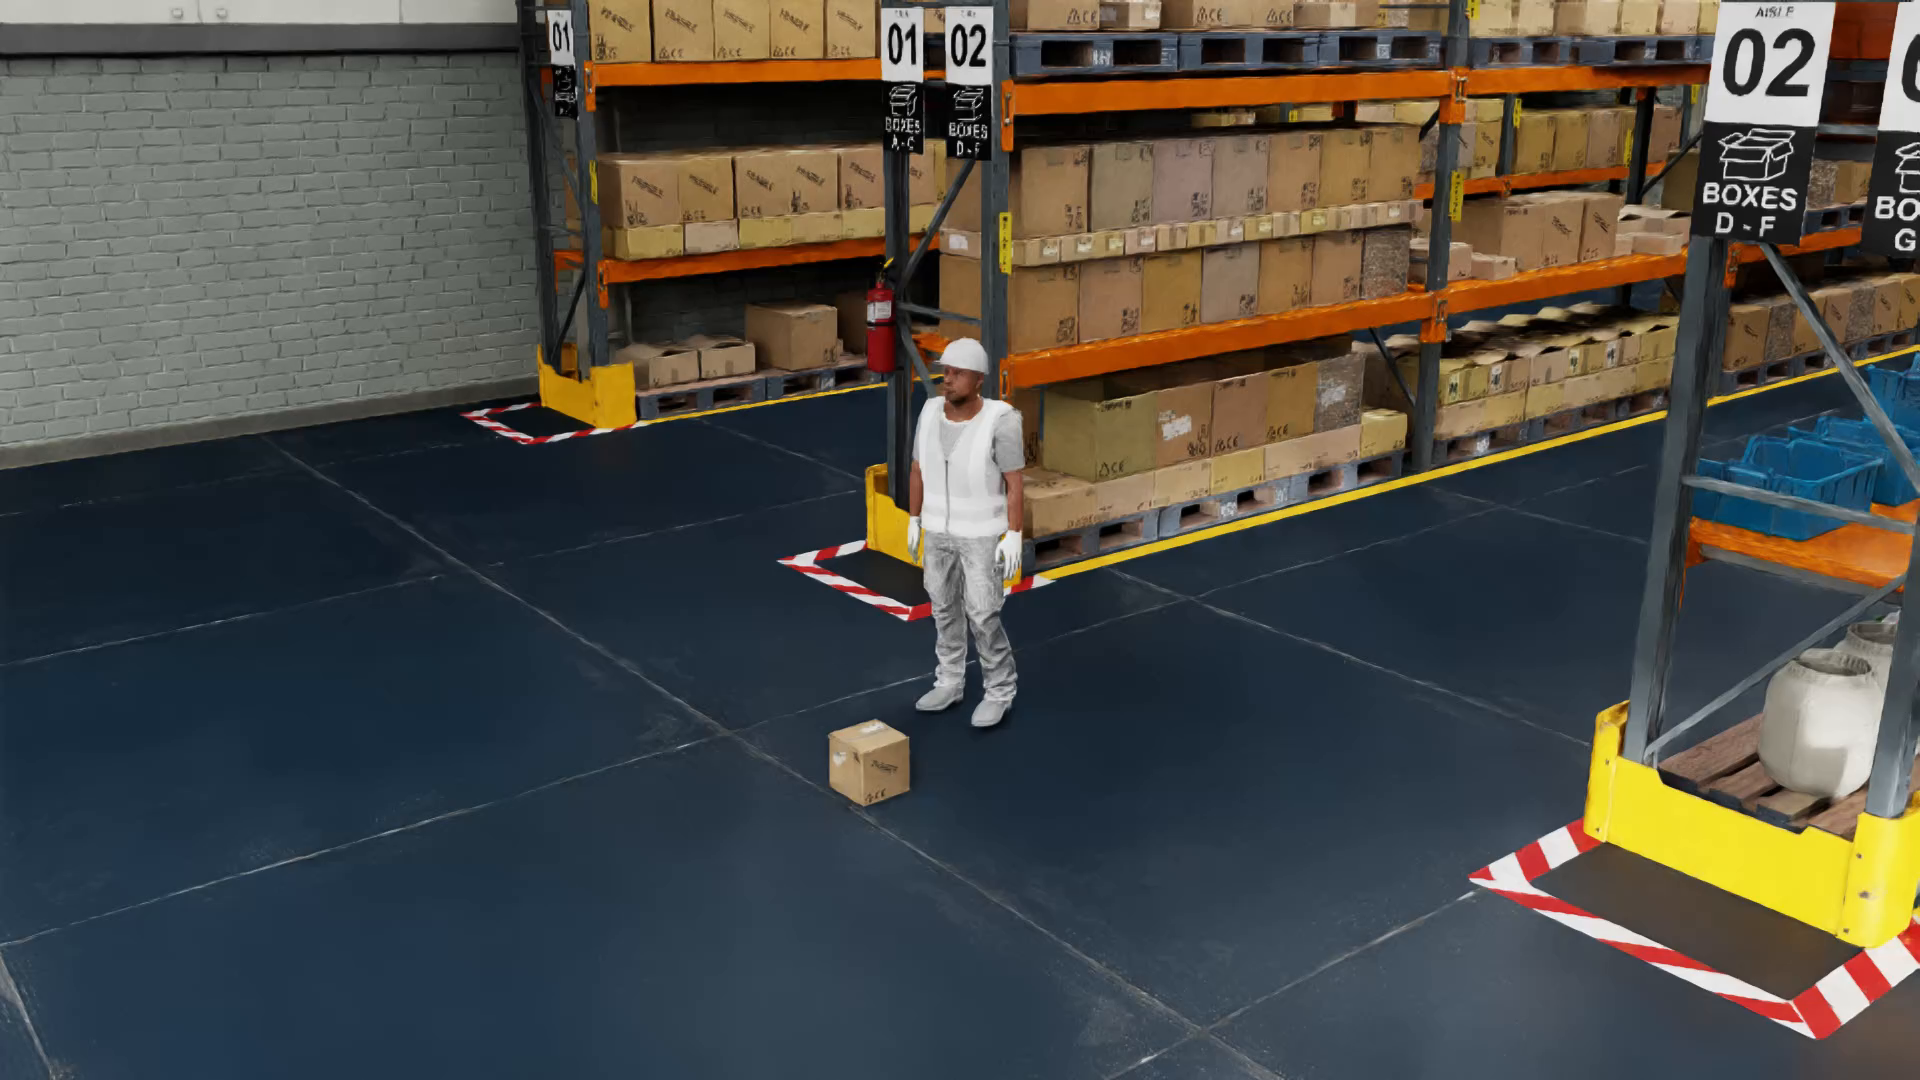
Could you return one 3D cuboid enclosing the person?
[{"bbox_3d":[0.026,-0.037,7.567,0.612,1.782,0.345,10,20,30],"label":"person"}]
